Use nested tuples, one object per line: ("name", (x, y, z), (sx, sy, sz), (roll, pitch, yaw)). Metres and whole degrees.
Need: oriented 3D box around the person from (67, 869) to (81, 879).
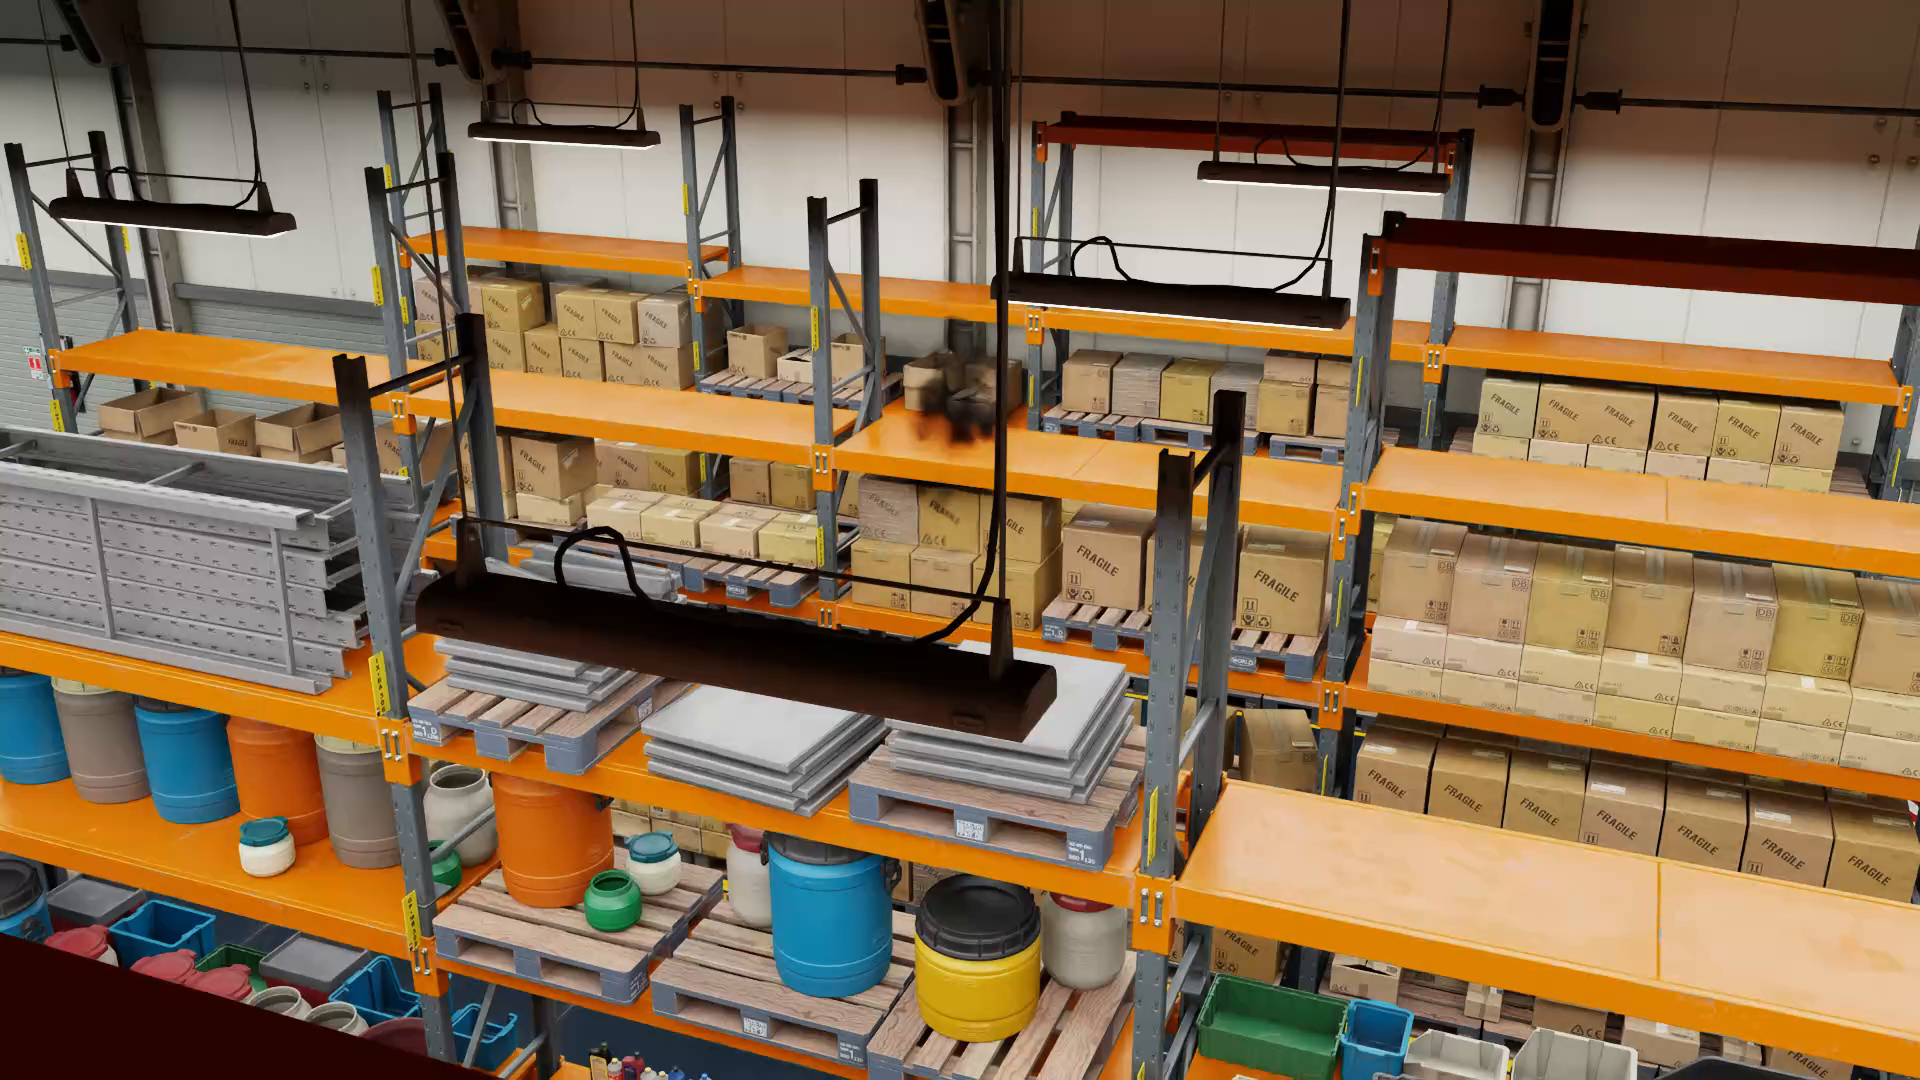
("person", (-7.047, 2.603, 13.220), (0.715, 1.727, 0.588), (5, 21, 13))
